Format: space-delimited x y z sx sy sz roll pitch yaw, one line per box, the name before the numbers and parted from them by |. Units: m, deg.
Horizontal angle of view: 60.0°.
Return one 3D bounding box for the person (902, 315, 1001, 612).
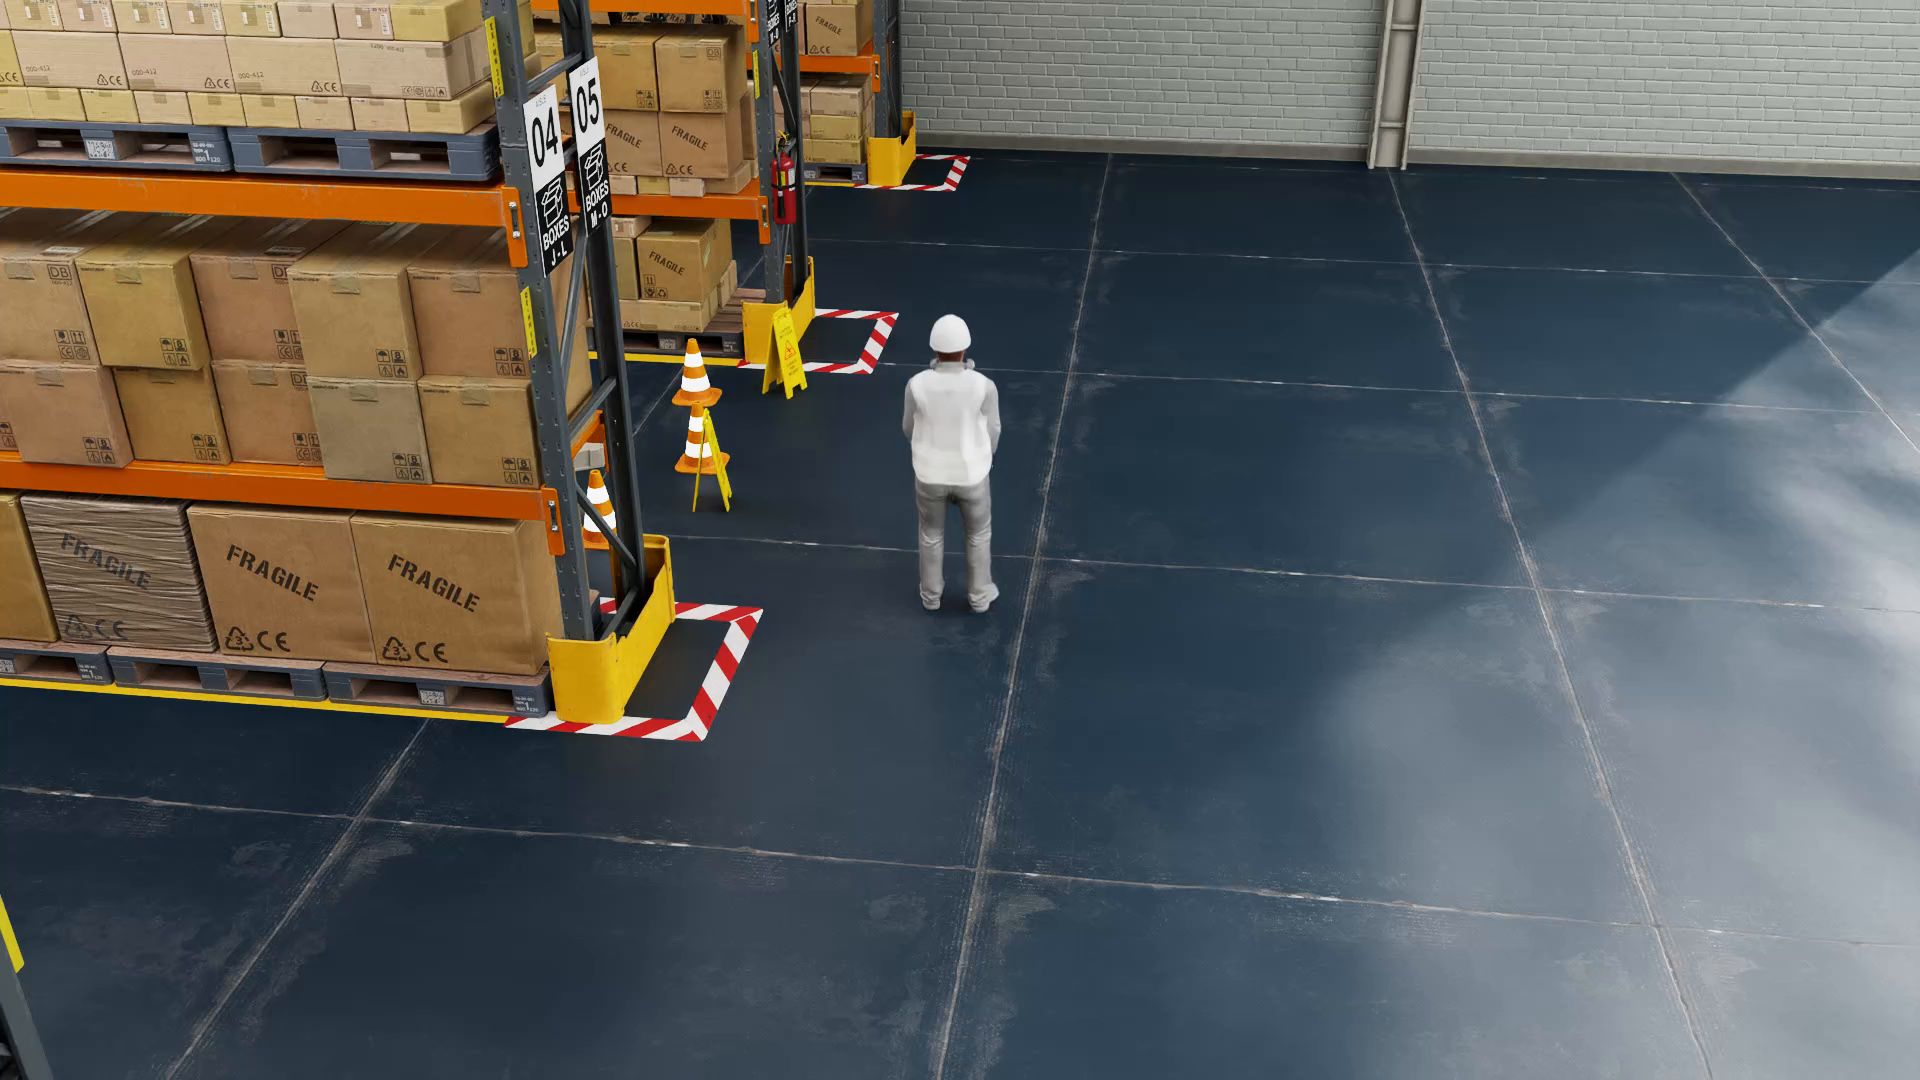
person | -0.046 -0.414 9.360 0.551 1.779 0.446 3 28 5
